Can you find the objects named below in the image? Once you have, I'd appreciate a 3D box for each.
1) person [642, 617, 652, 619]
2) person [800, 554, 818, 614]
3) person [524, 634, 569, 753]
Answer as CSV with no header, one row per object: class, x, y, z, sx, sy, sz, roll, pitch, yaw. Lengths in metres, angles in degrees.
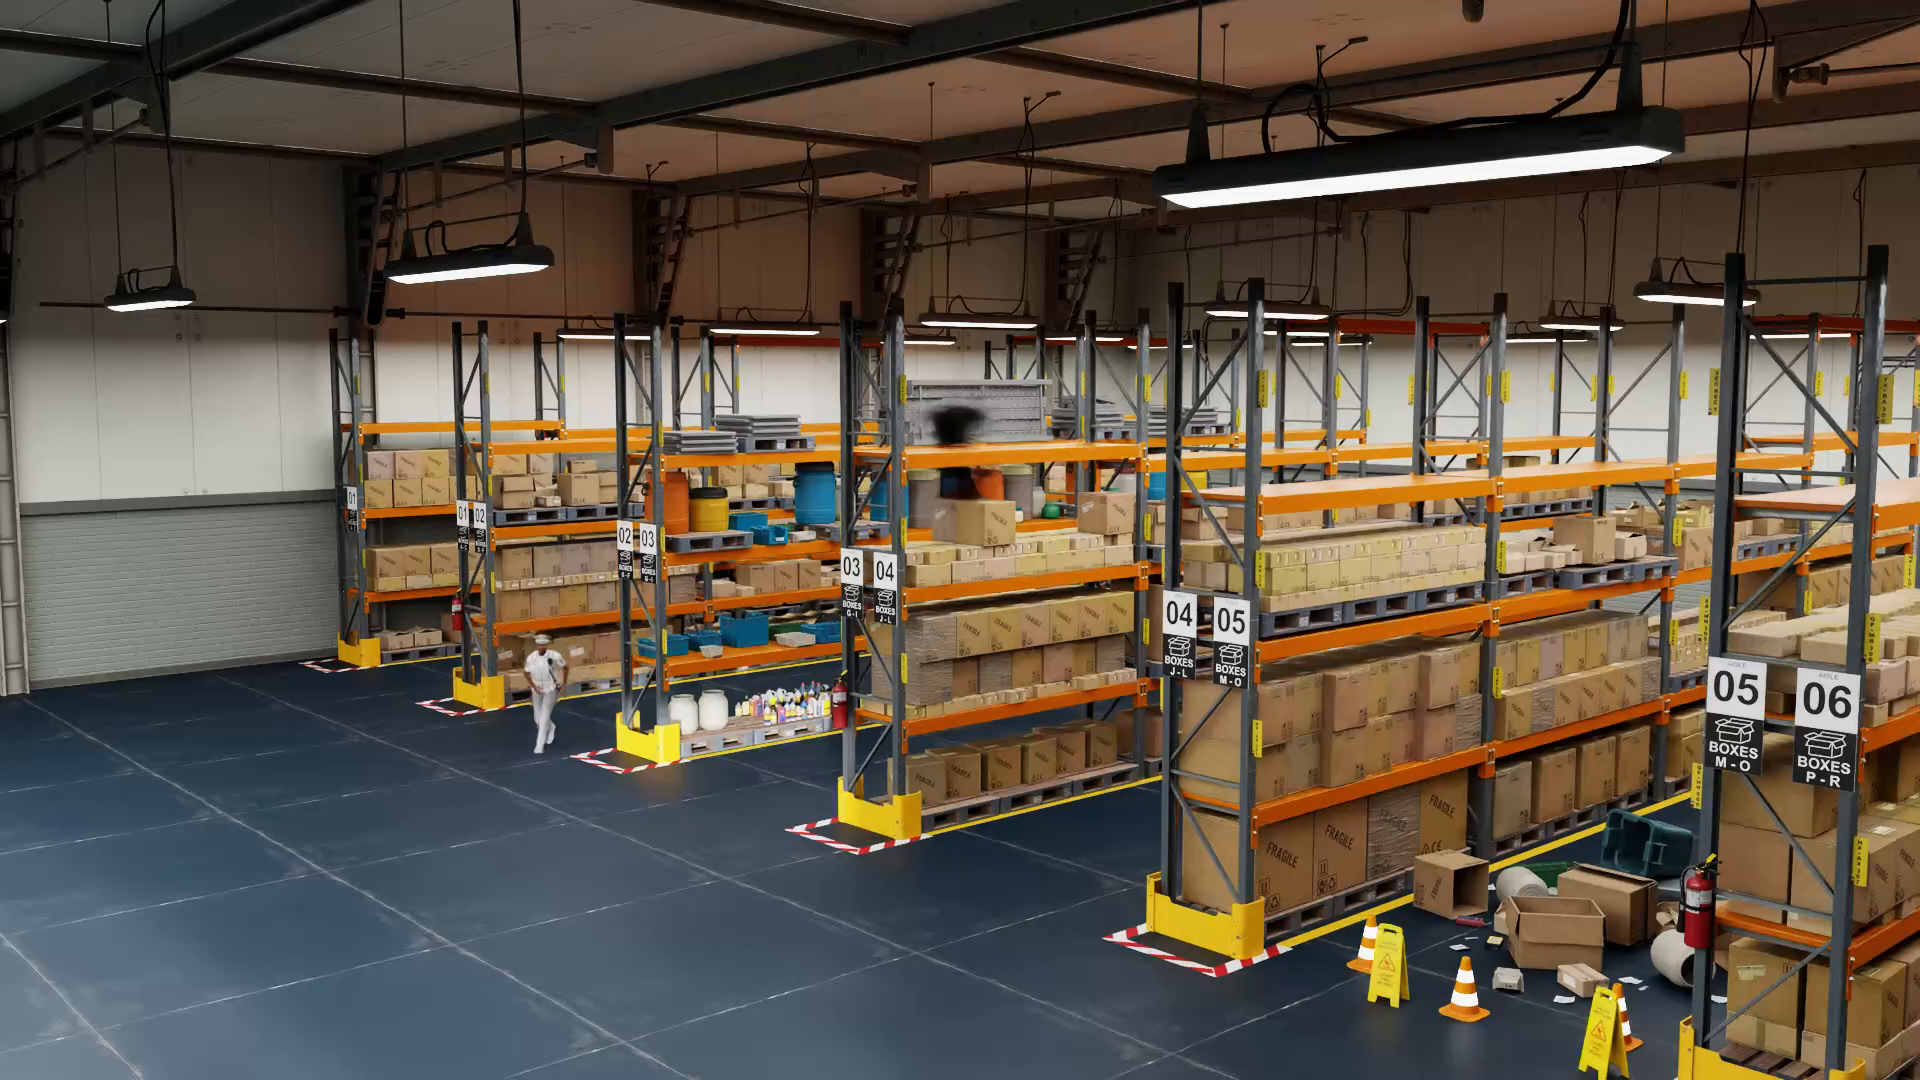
person,-5.613,1.314,30.133,0.695,1.789,0.720,5,8,42
person,-2.894,1.118,32.697,0.898,1.699,0.570,-4,7,-35
person,-5.695,2.085,23.043,0.589,1.667,0.666,1,6,8
